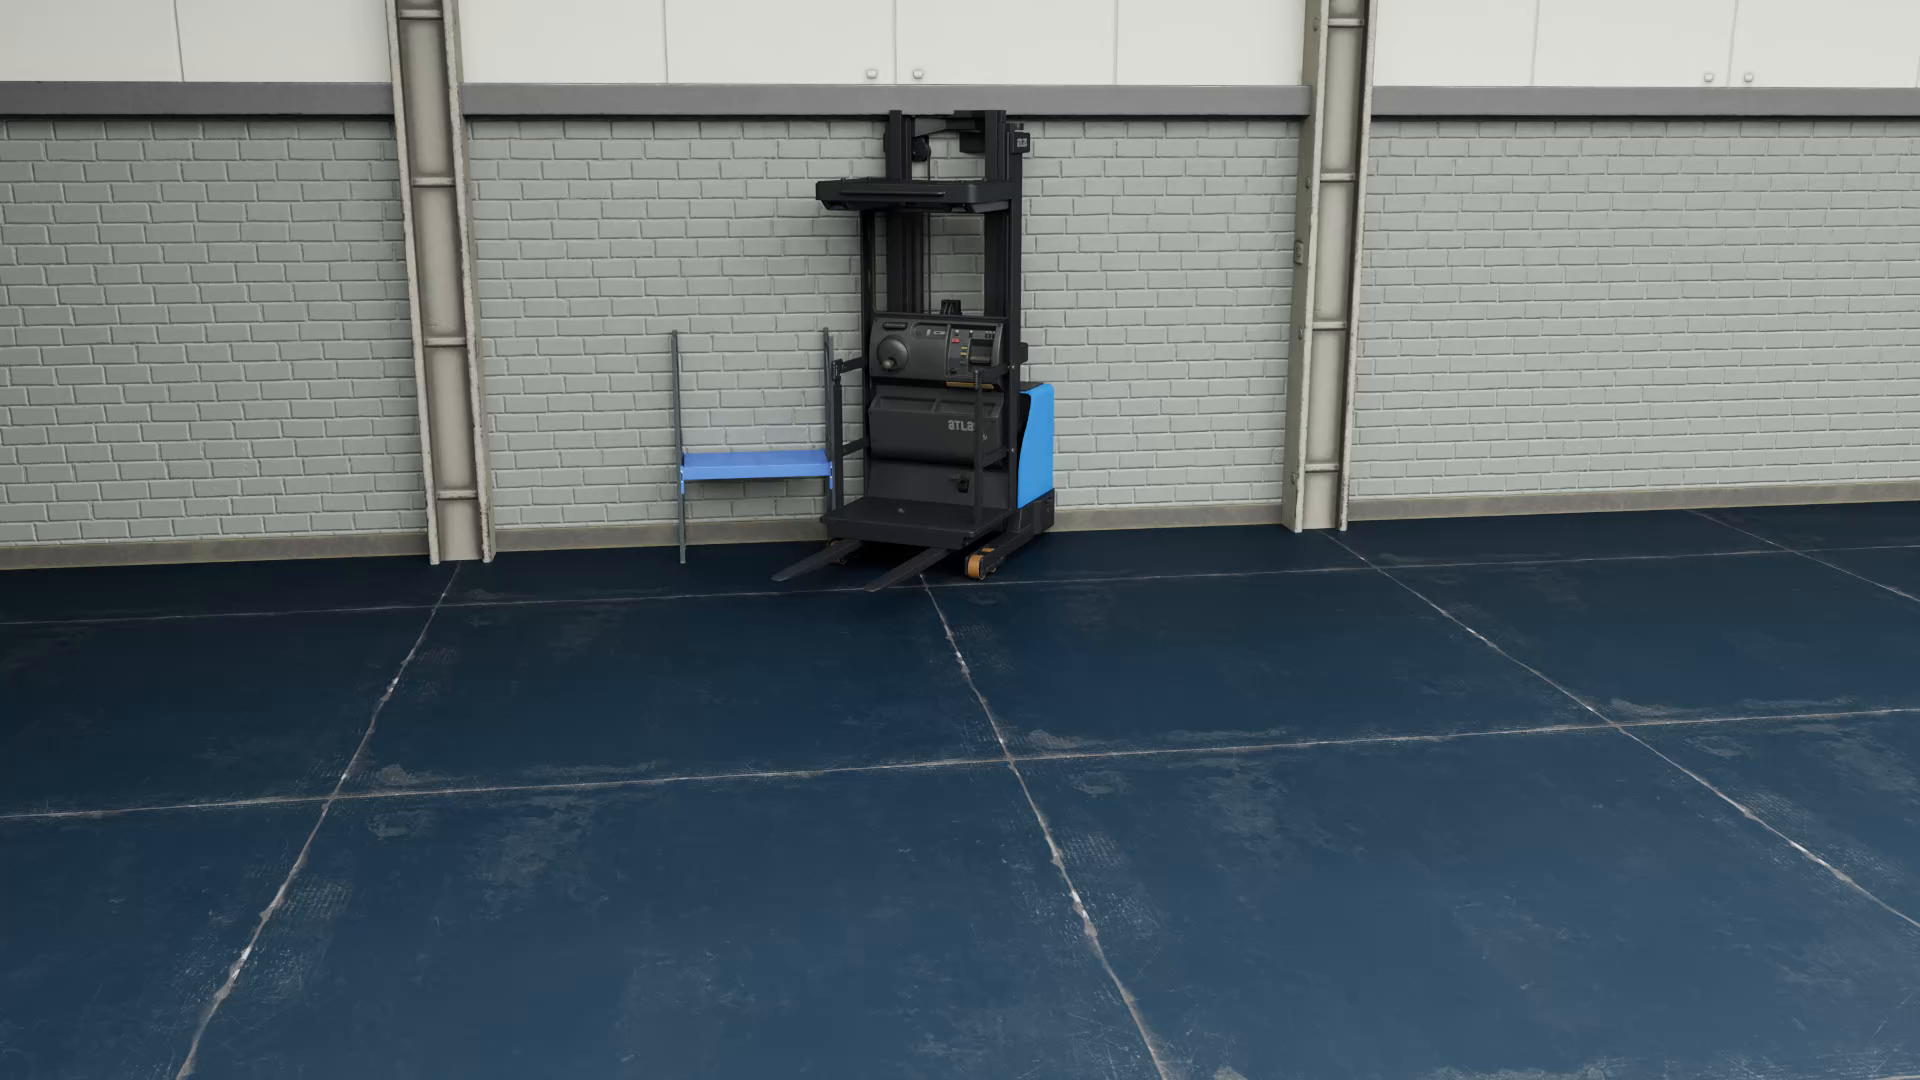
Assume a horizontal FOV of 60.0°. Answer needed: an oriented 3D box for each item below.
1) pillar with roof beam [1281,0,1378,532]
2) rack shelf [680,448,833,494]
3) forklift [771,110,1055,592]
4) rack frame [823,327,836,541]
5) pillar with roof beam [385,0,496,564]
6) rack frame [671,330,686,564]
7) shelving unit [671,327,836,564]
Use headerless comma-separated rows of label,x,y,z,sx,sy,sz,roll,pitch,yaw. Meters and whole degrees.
pillar with roof beam,3.217,-3.429,6.895,0.400,9.000,9.100,-2,14,-8
rack shelf,-1.383,-0.474,11.268,1.000,0.185,0.538,-2,14,-8
forklift,-0.239,-1.280,10.800,1.130,2.935,3.031,6,15,22
rack frame,-0.880,-0.667,11.297,0.032,1.500,0.500,-2,14,-8
pillar with roof beam,-2.716,-3.211,6.028,0.400,9.000,9.100,-2,14,-8
rack frame,-1.886,-0.630,11.151,0.032,1.500,0.500,-2,14,-8
shelving unit,-1.383,-0.648,11.224,1.048,1.500,0.538,-2,14,-8
